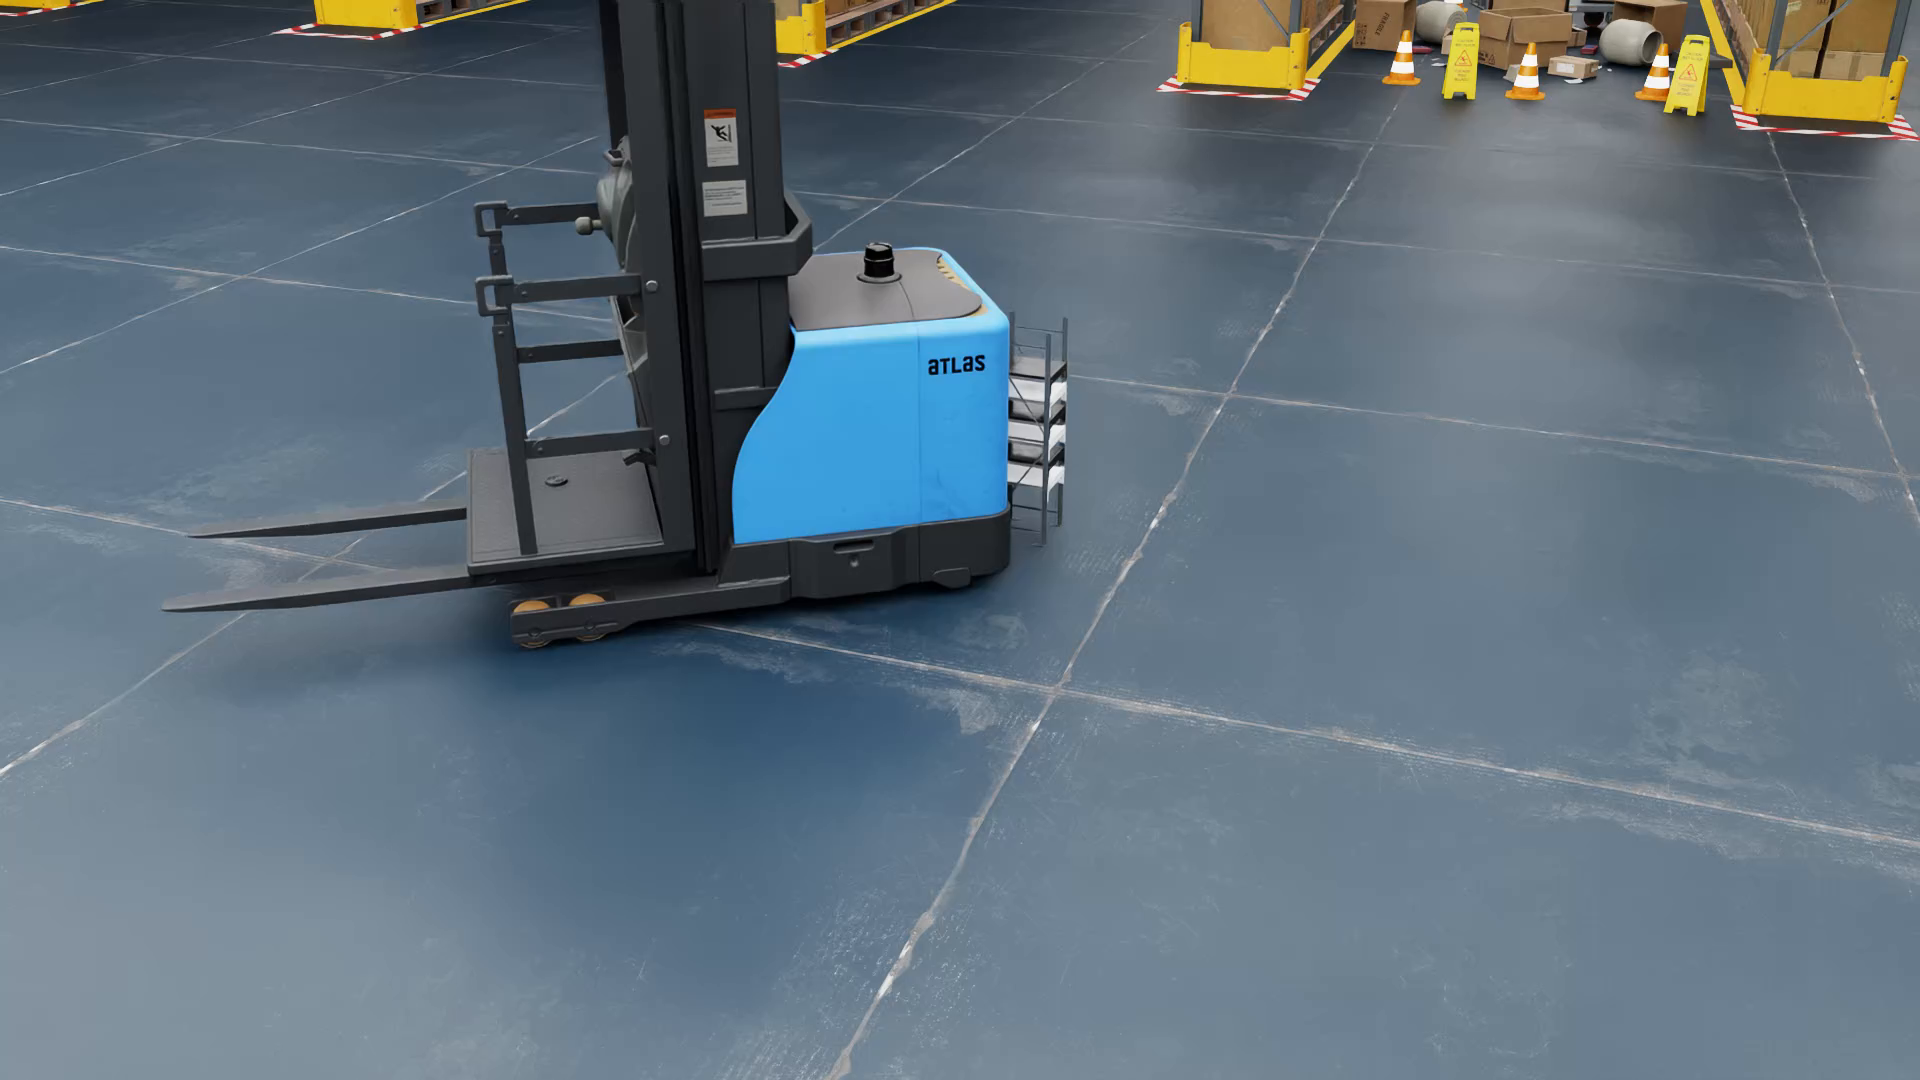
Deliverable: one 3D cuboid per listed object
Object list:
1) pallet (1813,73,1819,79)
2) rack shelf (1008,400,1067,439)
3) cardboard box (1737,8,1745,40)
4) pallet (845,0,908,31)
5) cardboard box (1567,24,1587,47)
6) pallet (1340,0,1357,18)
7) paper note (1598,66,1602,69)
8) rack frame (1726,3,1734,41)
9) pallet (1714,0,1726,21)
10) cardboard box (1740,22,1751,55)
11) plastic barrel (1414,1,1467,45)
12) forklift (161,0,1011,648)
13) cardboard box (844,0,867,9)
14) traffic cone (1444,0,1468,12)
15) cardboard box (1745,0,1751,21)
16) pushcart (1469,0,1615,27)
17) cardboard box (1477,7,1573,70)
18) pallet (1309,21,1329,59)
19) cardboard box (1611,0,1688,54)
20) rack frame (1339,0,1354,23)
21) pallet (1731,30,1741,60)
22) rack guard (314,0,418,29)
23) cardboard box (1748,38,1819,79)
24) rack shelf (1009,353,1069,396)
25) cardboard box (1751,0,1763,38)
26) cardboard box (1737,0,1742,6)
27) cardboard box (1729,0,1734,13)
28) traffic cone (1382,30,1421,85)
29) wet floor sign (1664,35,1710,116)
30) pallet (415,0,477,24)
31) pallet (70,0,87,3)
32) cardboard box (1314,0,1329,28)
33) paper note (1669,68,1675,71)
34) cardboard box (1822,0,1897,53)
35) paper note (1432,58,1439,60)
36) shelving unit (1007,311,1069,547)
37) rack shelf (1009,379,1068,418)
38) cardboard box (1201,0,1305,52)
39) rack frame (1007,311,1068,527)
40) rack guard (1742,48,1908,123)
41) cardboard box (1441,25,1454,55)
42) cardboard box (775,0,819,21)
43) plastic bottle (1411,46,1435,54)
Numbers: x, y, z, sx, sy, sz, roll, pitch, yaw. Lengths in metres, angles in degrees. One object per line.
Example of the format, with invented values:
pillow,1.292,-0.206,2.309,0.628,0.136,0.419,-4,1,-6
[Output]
pallet,7.675,-4.088,14.950,1.003,0.211,1.213,9,27,17
rack shelf,0.272,-0.488,6.595,0.258,0.077,0.200,10,27,19
cardboard box,8.059,-5.154,16.625,0.500,0.250,0.500,10,28,20
pallet,-1.262,-6.024,18.950,1.003,0.211,1.213,9,27,17
cardboard box,6.382,-5.372,17.541,0.258,0.266,0.396,-9,27,-18
pallet,4.162,-6.376,19.676,1.003,0.211,1.213,9,27,17
paper note,6.208,-4.646,16.323,0.148,0.019,0.142,20,32,35
rack frame,8.677,-6.626,16.994,1.000,3.000,0.127,9,27,17
pallet,9.339,-6.195,19.302,1.003,0.211,1.213,9,27,17
cardboard box,7.710,-4.733,15.756,0.500,0.250,0.500,8,27,16
plastic barrel,5.045,-5.455,17.530,0.421,0.421,0.512,-14,29,-27
forklift,-1.382,-1.188,5.840,3.031,2.935,1.130,-7,27,-13
cardboard box,-1.382,-6.243,18.589,0.500,0.500,0.500,11,28,22
traffic cone,5.846,-6.493,19.630,0.336,0.463,0.334,9,27,17
cardboard box,7.885,-5.278,16.021,0.500,0.500,0.500,10,28,20
pushcart,6.511,-5.756,18.206,1.648,0.377,0.936,0,26,-1
cardboard box,5.543,-4.948,16.392,0.797,0.503,0.637,-9,27,-18
pallet,3.245,-5.243,17.338,1.003,0.211,1.213,9,27,17
cardboard box,7.038,-5.260,17.036,0.500,0.500,0.500,-14,29,-27
rack frame,3.976,-7.303,18.391,1.000,3.000,0.127,9,27,17
pallet,8.487,-5.090,17.021,1.003,0.211,1.213,9,27,17
rack guard,-6.689,-6.051,18.674,1.175,0.500,0.348,9,27,17
cardboard box,7.370,-4.315,14.894,0.500,0.250,0.500,9,27,17
rack shelf,0.272,-0.650,6.516,0.258,0.077,0.200,10,27,19
cardboard box,7.537,-4.854,15.145,0.500,0.500,0.500,10,28,19
cardboard box,8.226,-5.712,16.918,0.500,0.500,0.500,10,28,20
cardboard box,8.850,-5.849,17.921,0.950,0.372,0.625,9,27,18
traffic cone,4.161,-4.529,15.574,0.336,0.463,0.334,9,27,17
wet floor sign,6.274,-4.000,14.271,0.267,0.644,0.232,20,32,35
pallet,-6.413,-6.254,19.425,1.003,0.211,1.213,9,27,17
pallet,-11.124,-6.923,20.807,1.003,0.211,1.213,9,27,17
cardboard box,3.404,-5.916,17.483,0.875,0.875,0.875,9,27,18
paper note,6.912,-4.596,16.207,0.142,0.019,0.148,0,26,-1
cardboard box,7.883,-4.573,14.565,0.500,0.500,0.500,8,27,16
paper note,4.785,-4.835,16.725,0.123,0.001,0.032,-20,33,-36
shelving unit,0.272,-0.437,6.620,0.258,0.900,0.210,10,27,19
rack shelf,0.272,-0.569,6.556,0.258,0.077,0.200,10,27,19
cardboard box,2.808,-5.180,15.963,0.875,0.875,0.875,9,27,18
rack frame,0.309,-0.478,6.705,0.240,0.900,0.006,10,27,19
rack guard,7.372,-3.889,14.208,1.175,0.500,0.348,9,27,17
cardboard box,5.141,-5.099,16.976,0.396,0.266,0.258,14,29,26
cardboard box,-1.775,-5.738,17.545,0.500,0.500,0.500,14,29,27
plastic bottle,4.719,-5.034,17.077,0.283,0.061,0.133,0,26,-1
